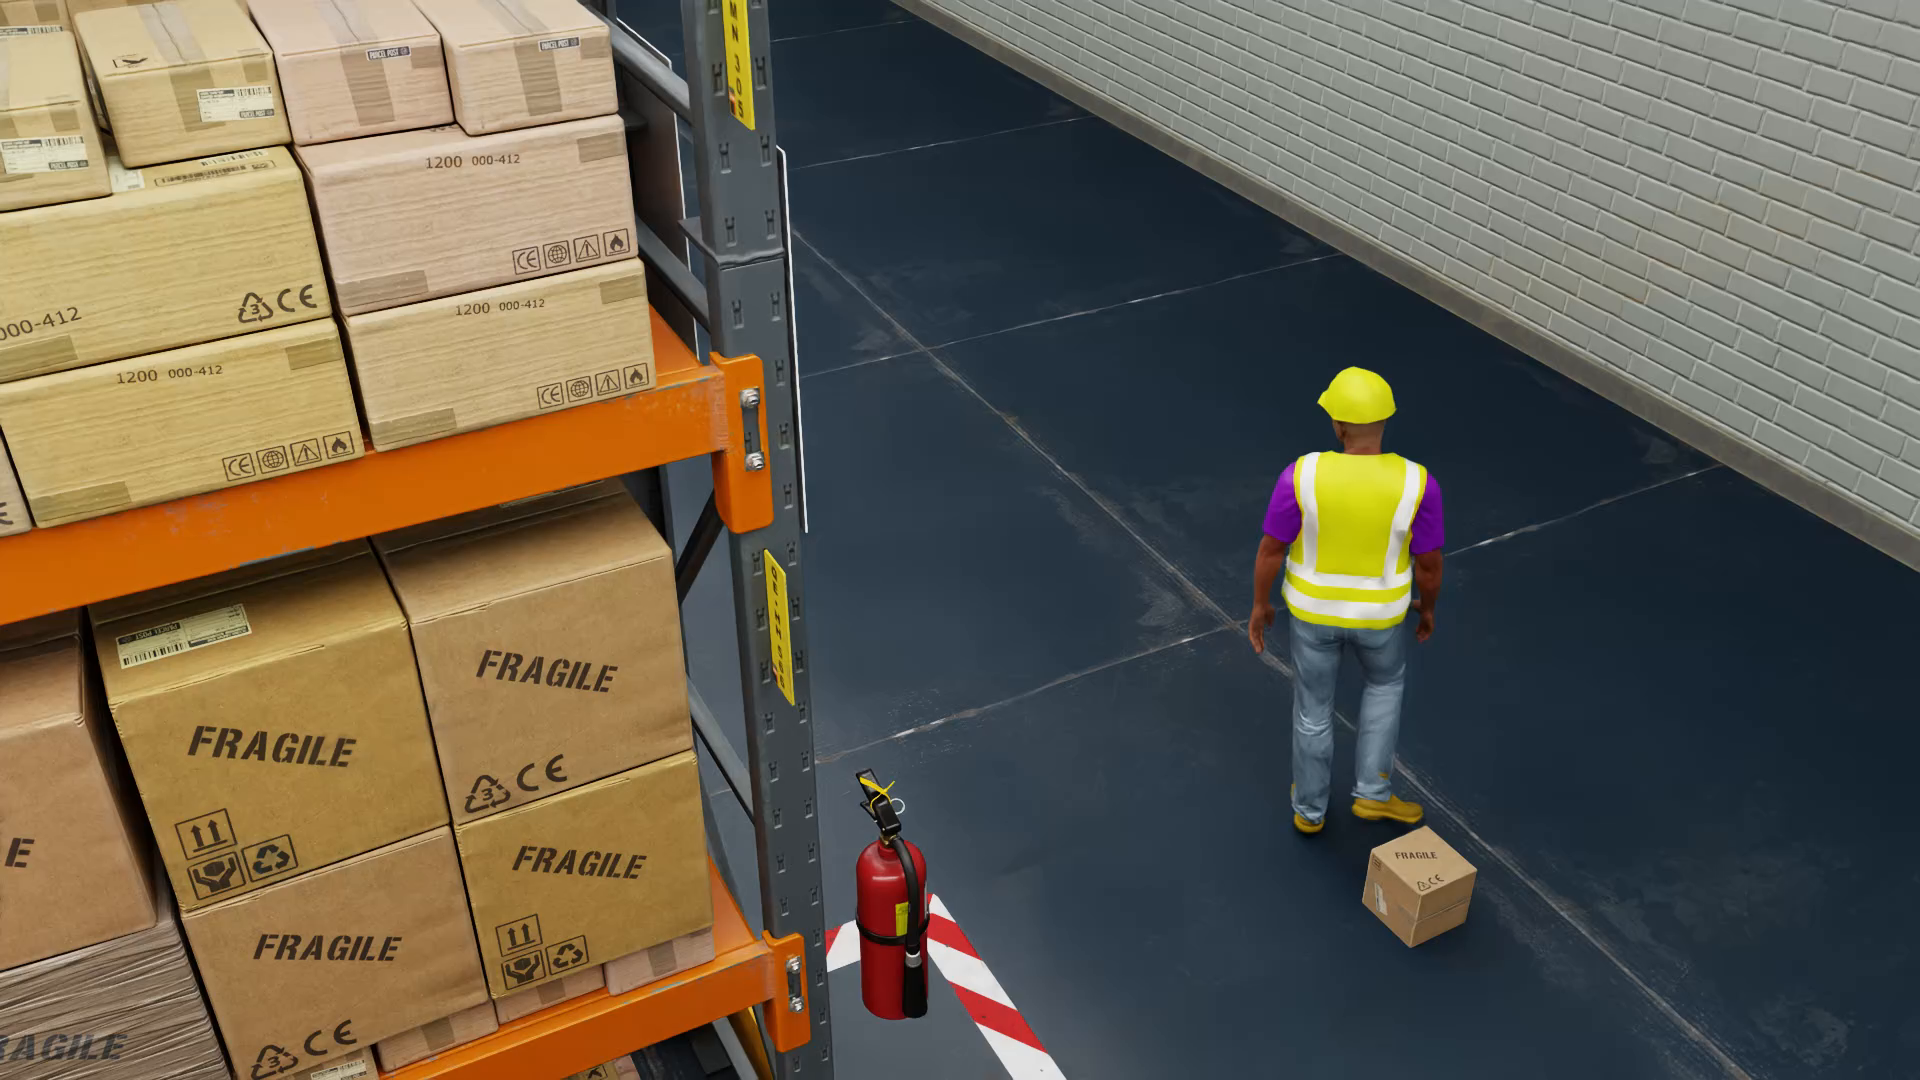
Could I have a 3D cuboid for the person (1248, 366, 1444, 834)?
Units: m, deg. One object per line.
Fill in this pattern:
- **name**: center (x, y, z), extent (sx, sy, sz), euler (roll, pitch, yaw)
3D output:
- **person**: center (1.349, 0.241, 5.701), extent (0.699, 1.758, 0.453), euler (5, 33, 8)
